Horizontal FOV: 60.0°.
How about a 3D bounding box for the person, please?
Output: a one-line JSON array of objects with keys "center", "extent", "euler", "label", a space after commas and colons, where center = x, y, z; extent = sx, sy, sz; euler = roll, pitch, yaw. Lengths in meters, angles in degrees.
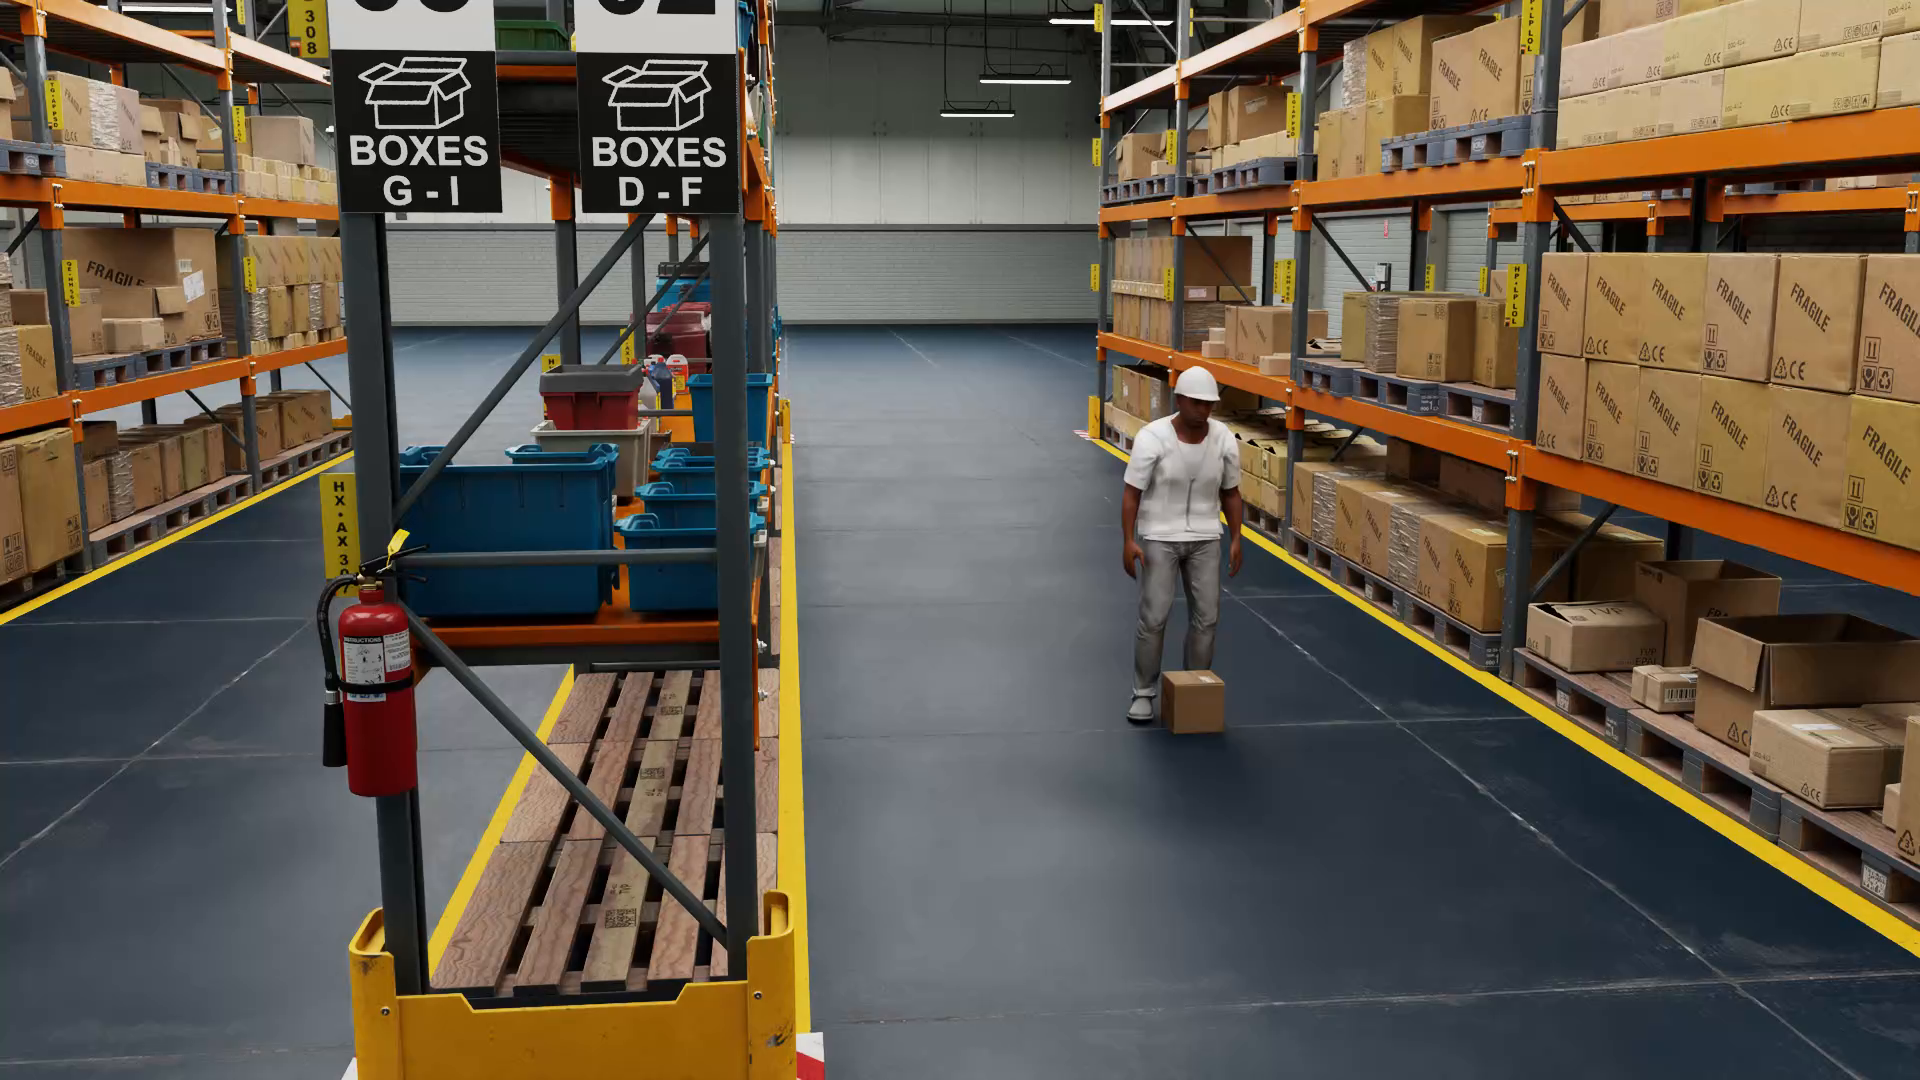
[{"center": [1.111, 0.017, 8.268], "extent": [0.629, 1.755, 0.460], "euler": [-2, 10, -9], "label": "person"}]
